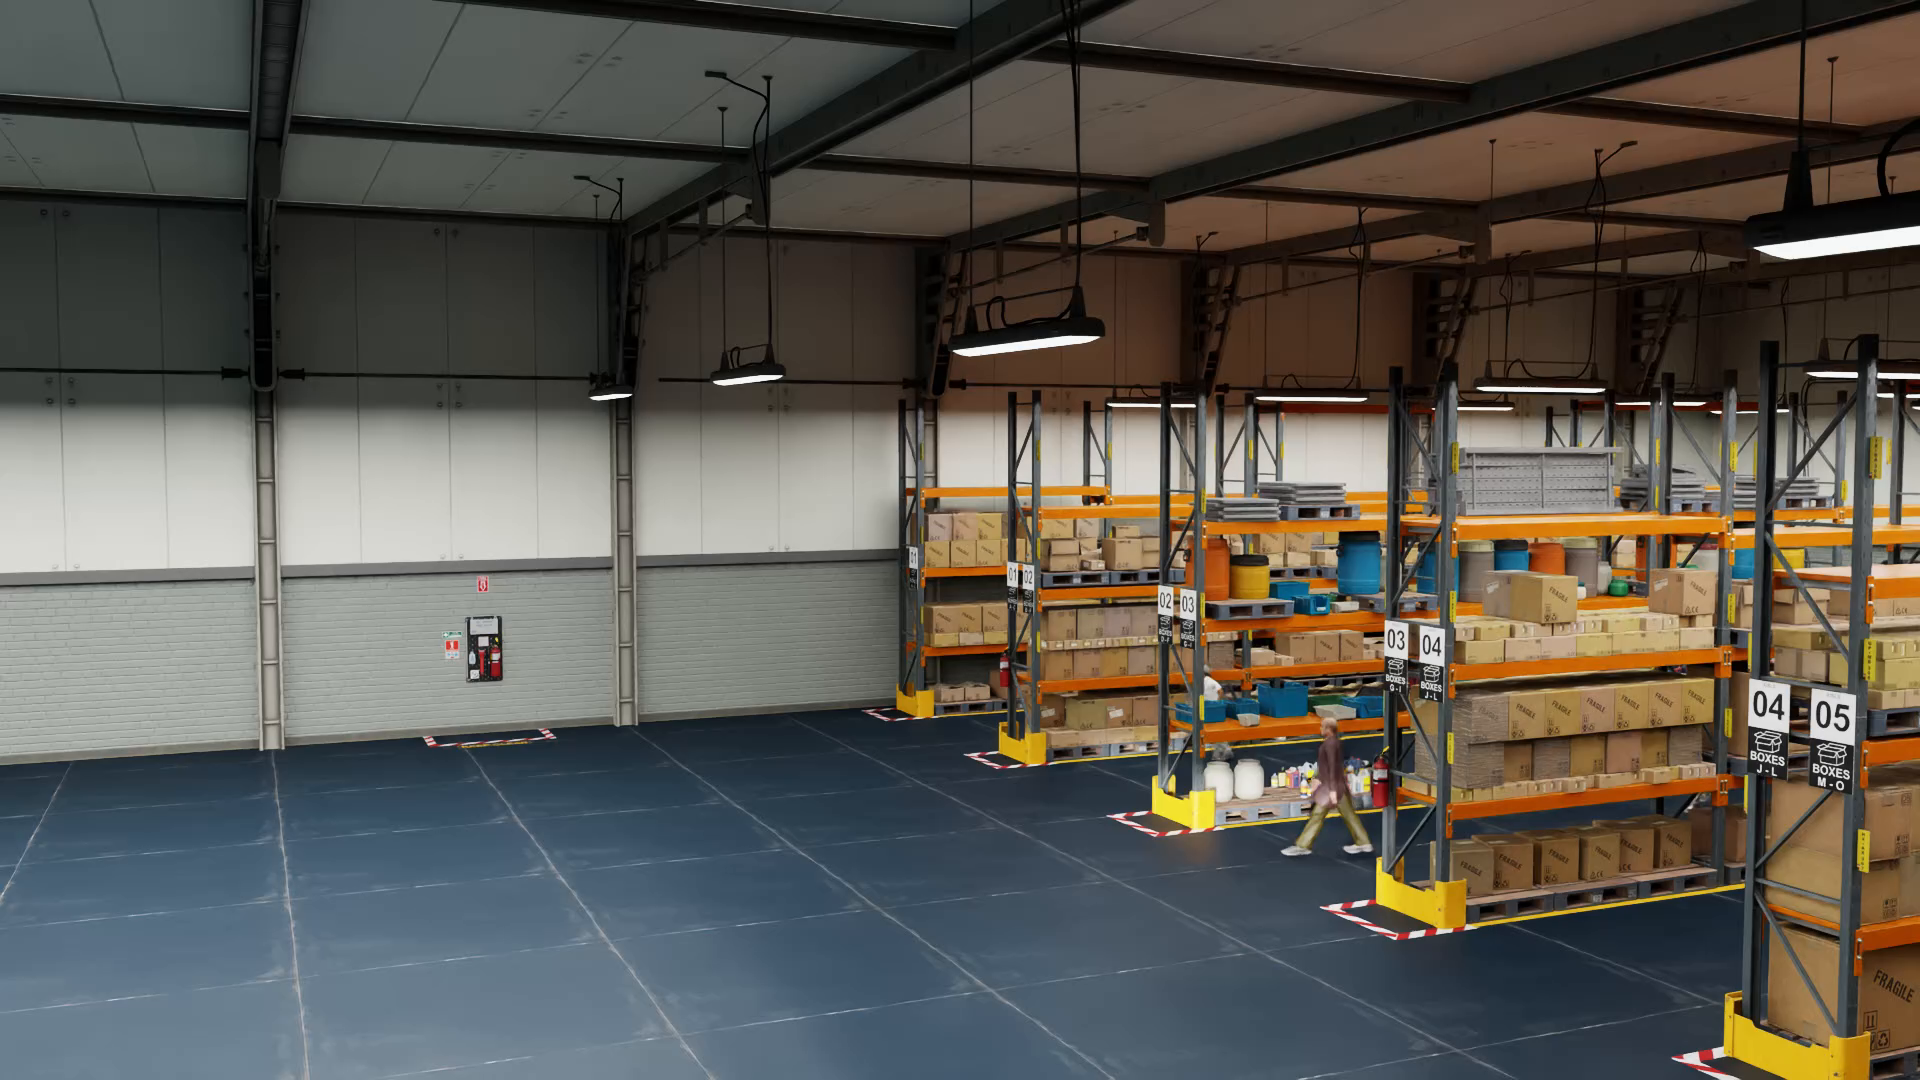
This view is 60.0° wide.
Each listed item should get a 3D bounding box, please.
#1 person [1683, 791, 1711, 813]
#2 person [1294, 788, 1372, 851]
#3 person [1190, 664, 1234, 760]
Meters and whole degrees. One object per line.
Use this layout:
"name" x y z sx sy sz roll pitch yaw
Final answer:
"person" 10.365 3.114 23.290 0.889 1.329 0.368 -2 4 -34
"person" 4.656 3.380 20.721 0.960 0.963 0.392 1 3 11
"person" 4.118 2.795 26.966 0.738 1.582 0.665 -1 3 -14
